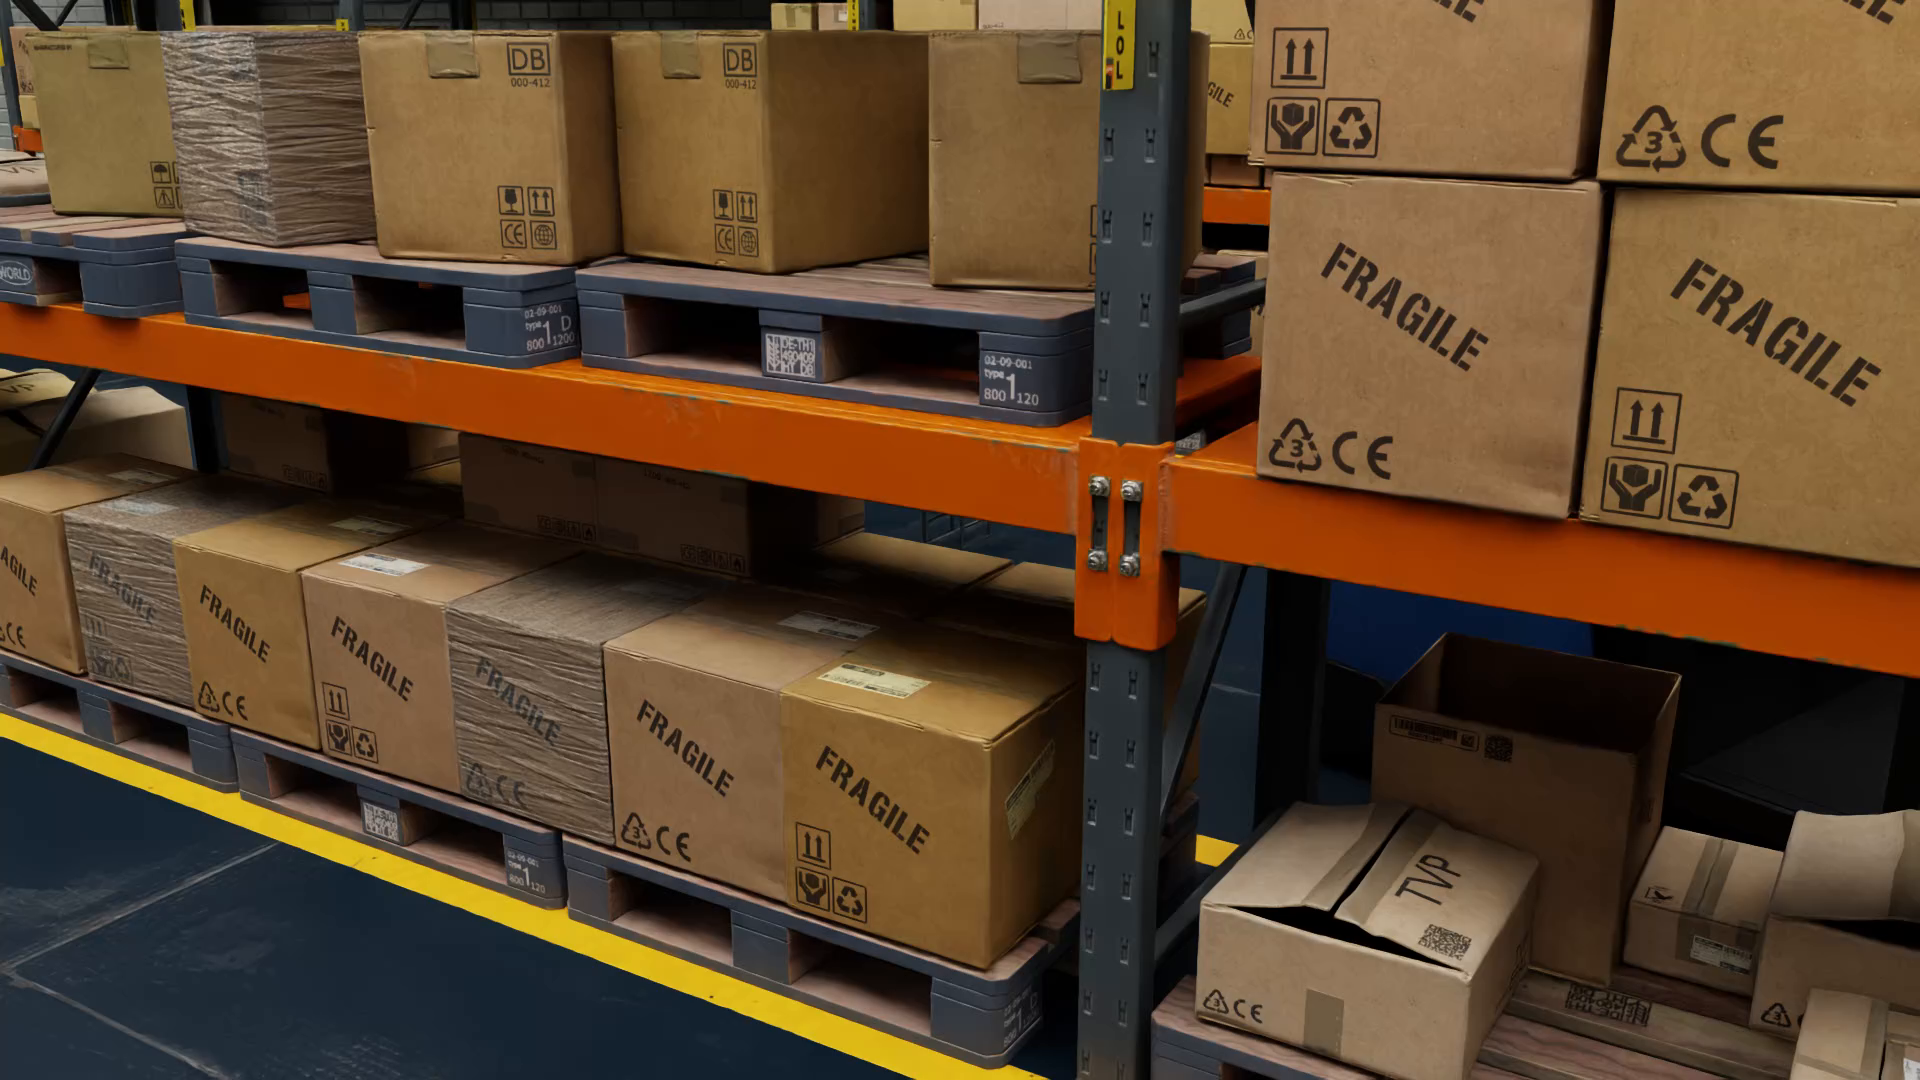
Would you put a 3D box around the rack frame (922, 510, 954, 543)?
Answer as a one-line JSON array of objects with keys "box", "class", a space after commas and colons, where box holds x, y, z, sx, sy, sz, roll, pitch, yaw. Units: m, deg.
[{"box": [-0.090, -0.590, 6.760, 0.006, 1.200, 0.240, 10, 20, 30], "class": "rack frame"}]

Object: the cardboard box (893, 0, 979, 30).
[{"box": [-0.002, -2.719, 8.663, 0.500, 0.250, 0.500, 11, 20, 31], "class": "cardboard box"}]

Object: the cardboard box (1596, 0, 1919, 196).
[{"box": [1.235, -0.768, 2.358, 0.500, 0.500, 0.500, 9, 19, 28], "class": "cardboard box"}]

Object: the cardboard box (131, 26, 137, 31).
[{"box": [-5.547, -3.431, 11.948, 0.500, 0.500, 0.500, 11, 20, 32], "class": "cardboard box"}]

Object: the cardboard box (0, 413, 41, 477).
[{"box": [-3.443, -0.243, 5.562, 0.500, 0.311, 0.500, 11, 20, 31], "class": "cardboard box"}]

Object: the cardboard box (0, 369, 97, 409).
[{"box": [-3.612, -0.454, 6.259, 0.500, 0.311, 0.500, 10, 19, 29], "class": "cardboard box"}]

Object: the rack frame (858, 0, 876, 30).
[{"box": [-0.278, -2.298, 9.285, 0.127, 3.000, 1.000, 10, 20, 30], "class": "rack frame"}]

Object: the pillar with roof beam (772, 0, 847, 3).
[{"box": [-3.186, -4.514, 6.259, 0.400, 9.000, 9.100, 10, 20, 30], "class": "pillar with roof beam"}]

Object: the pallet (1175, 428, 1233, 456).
[{"box": [1.389, -0.639, 8.622, 1.213, 0.211, 1.003, 10, 20, 30], "class": "pallet"}]

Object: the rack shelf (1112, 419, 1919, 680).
[{"box": [2.245, 0.187, 2.344, 4.000, 0.370, 1.077, 10, 20, 30], "class": "rack shelf"}]

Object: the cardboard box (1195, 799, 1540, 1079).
[{"box": [0.785, 0.732, 3.181, 0.500, 0.311, 0.500, 10, 20, 30], "class": "cardboard box"}]

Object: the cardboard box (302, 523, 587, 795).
[{"box": [-1.308, 0.289, 4.312, 0.500, 0.500, 0.500, 9, 19, 28], "class": "cardboard box"}]

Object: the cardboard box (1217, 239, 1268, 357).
[{"box": [1.749, -1.063, 8.195, 0.750, 0.750, 0.750, 11, 20, 32], "class": "cardboard box"}]

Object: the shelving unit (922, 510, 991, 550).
[{"box": [-0.012, -0.576, 6.714, 0.189, 1.200, 0.258, 10, 20, 30], "class": "shelving unit"}]

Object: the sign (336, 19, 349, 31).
[{"box": [-3.964, -3.185, 10.716, 0.005, 0.325, 0.100, 10, 20, 30], "class": "sign"}]

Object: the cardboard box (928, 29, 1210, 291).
[{"box": [0.254, -0.838, 3.585, 0.500, 0.500, 0.700, 4, 17, 12], "class": "cardboard box"}]

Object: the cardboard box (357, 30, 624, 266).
[{"box": [-0.997, -0.964, 4.000, 0.500, 0.500, 0.700, 5, 18, 16], "class": "cardboard box"}]

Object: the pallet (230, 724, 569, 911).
[{"box": [-1.216, 0.573, 4.633, 1.213, 0.211, 1.003, 10, 20, 30], "class": "pallet"}]

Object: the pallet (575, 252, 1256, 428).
[{"box": [-0.083, -0.519, 3.758, 1.213, 0.211, 1.003, 10, 20, 30], "class": "pallet"}]

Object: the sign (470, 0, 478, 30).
[{"box": [-3.399, -3.598, 11.574, 0.005, 0.325, 0.100, 10, 20, 30], "class": "sign"}]

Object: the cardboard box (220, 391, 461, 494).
[{"box": [-1.898, -0.352, 5.133, 0.500, 0.250, 0.500, 11, 20, 32], "class": "cardboard box"}]

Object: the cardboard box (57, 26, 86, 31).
[{"box": [-6.430, -3.587, 12.461, 0.500, 0.500, 0.500, 10, 20, 30], "class": "cardboard box"}]

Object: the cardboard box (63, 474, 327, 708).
[{"box": [-2.180, 0.133, 4.825, 0.500, 0.500, 0.500, 9, 19, 28], "class": "cardboard box"}]

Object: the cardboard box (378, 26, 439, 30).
[{"box": [-3.978, -3.326, 11.603, 0.500, 0.500, 0.500, 10, 19, 29], "class": "cardboard box"}]

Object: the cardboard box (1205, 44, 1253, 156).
[{"box": [1.313, -2.125, 7.998, 0.500, 0.500, 0.500, 11, 20, 32], "class": "cardboard box"}]

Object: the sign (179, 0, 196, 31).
[{"box": [-2.592, -1.722, 5.534, 0.005, 0.325, 0.100, 10, 20, 30], "class": "sign"}]

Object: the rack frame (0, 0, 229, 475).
[{"box": [-2.868, -1.070, 5.244, 0.127, 3.000, 1.000, 10, 20, 30], "class": "rack frame"}]

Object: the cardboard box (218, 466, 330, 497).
[{"box": [-1.948, -0.001, 5.266, 0.500, 0.500, 0.500, 11, 20, 32], "class": "cardboard box"}]

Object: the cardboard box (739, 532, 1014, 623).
[{"box": [-0.204, 0.311, 4.239, 0.500, 0.500, 0.500, 10, 20, 31], "class": "cardboard box"}]

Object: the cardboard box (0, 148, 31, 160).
[{"box": [-3.528, -1.212, 5.863, 0.500, 0.311, 0.500, 10, 19, 29], "class": "cardboard box"}]

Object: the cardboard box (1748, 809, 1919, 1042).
[{"box": [1.814, 0.745, 3.138, 0.500, 0.311, 0.500, 10, 20, 30], "class": "cardboard box"}]

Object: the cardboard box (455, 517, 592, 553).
[{"box": [-1.057, 0.156, 4.749, 0.500, 0.500, 0.500, 9, 19, 28], "class": "cardboard box"}]

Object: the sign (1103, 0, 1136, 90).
[{"box": [0.253, -0.878, 2.618, 0.005, 0.325, 0.100, 10, 20, 30], "class": "sign"}]

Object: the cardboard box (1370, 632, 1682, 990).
[{"box": [1.175, 0.540, 3.486, 0.500, 0.500, 0.500, 10, 20, 30], "class": "cardboard box"}]

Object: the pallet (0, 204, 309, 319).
[{"box": [-2.253, -0.893, 4.990, 1.003, 0.211, 1.213, 10, 20, 30], "class": "pallet"}]

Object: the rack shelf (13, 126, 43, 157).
[{"box": [-5.391, -2.866, 12.394, 4.000, 0.370, 1.077, 10, 20, 30], "class": "rack shelf"}]

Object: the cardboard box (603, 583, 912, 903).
[{"box": [-0.446, 0.442, 3.808, 0.500, 0.500, 0.500, 10, 20, 30], "class": "cardboard box"}]

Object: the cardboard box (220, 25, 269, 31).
[{"box": [-4.680, -3.273, 11.427, 0.500, 0.500, 0.500, 10, 20, 30], "class": "cardboard box"}]

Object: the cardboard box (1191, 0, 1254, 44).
[{"box": [1.298, -2.491, 7.911, 0.500, 0.250, 0.500, 10, 19, 29], "class": "cardboard box"}]

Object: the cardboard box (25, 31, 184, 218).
[{"box": [-2.272, -1.251, 4.945, 0.500, 0.500, 0.700, 4, 17, 12], "class": "cardboard box"}]

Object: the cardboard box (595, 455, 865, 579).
[{"box": [-0.596, -0.121, 4.373, 0.500, 0.250, 0.500, 10, 20, 30], "class": "cardboard box"}]

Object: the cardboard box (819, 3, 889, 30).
[{"box": [-0.588, -2.912, 9.260, 0.250, 0.149, 0.380, 7, 18, 23], "class": "cardboard box"}]

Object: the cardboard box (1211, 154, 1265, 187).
[{"box": [1.414, -1.807, 8.068, 0.250, 0.149, 0.380, 11, 20, 32], "class": "cardboard box"}]

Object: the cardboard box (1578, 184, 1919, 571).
[{"box": [1.271, -0.288, 2.495, 0.500, 0.500, 0.500, 11, 20, 31], "class": "cardboard box"}]

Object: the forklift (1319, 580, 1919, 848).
[{"box": [2.217, -0.567, 3.705, 1.130, 2.935, 3.031, -13, 21, -36], "class": "forklift"}]
